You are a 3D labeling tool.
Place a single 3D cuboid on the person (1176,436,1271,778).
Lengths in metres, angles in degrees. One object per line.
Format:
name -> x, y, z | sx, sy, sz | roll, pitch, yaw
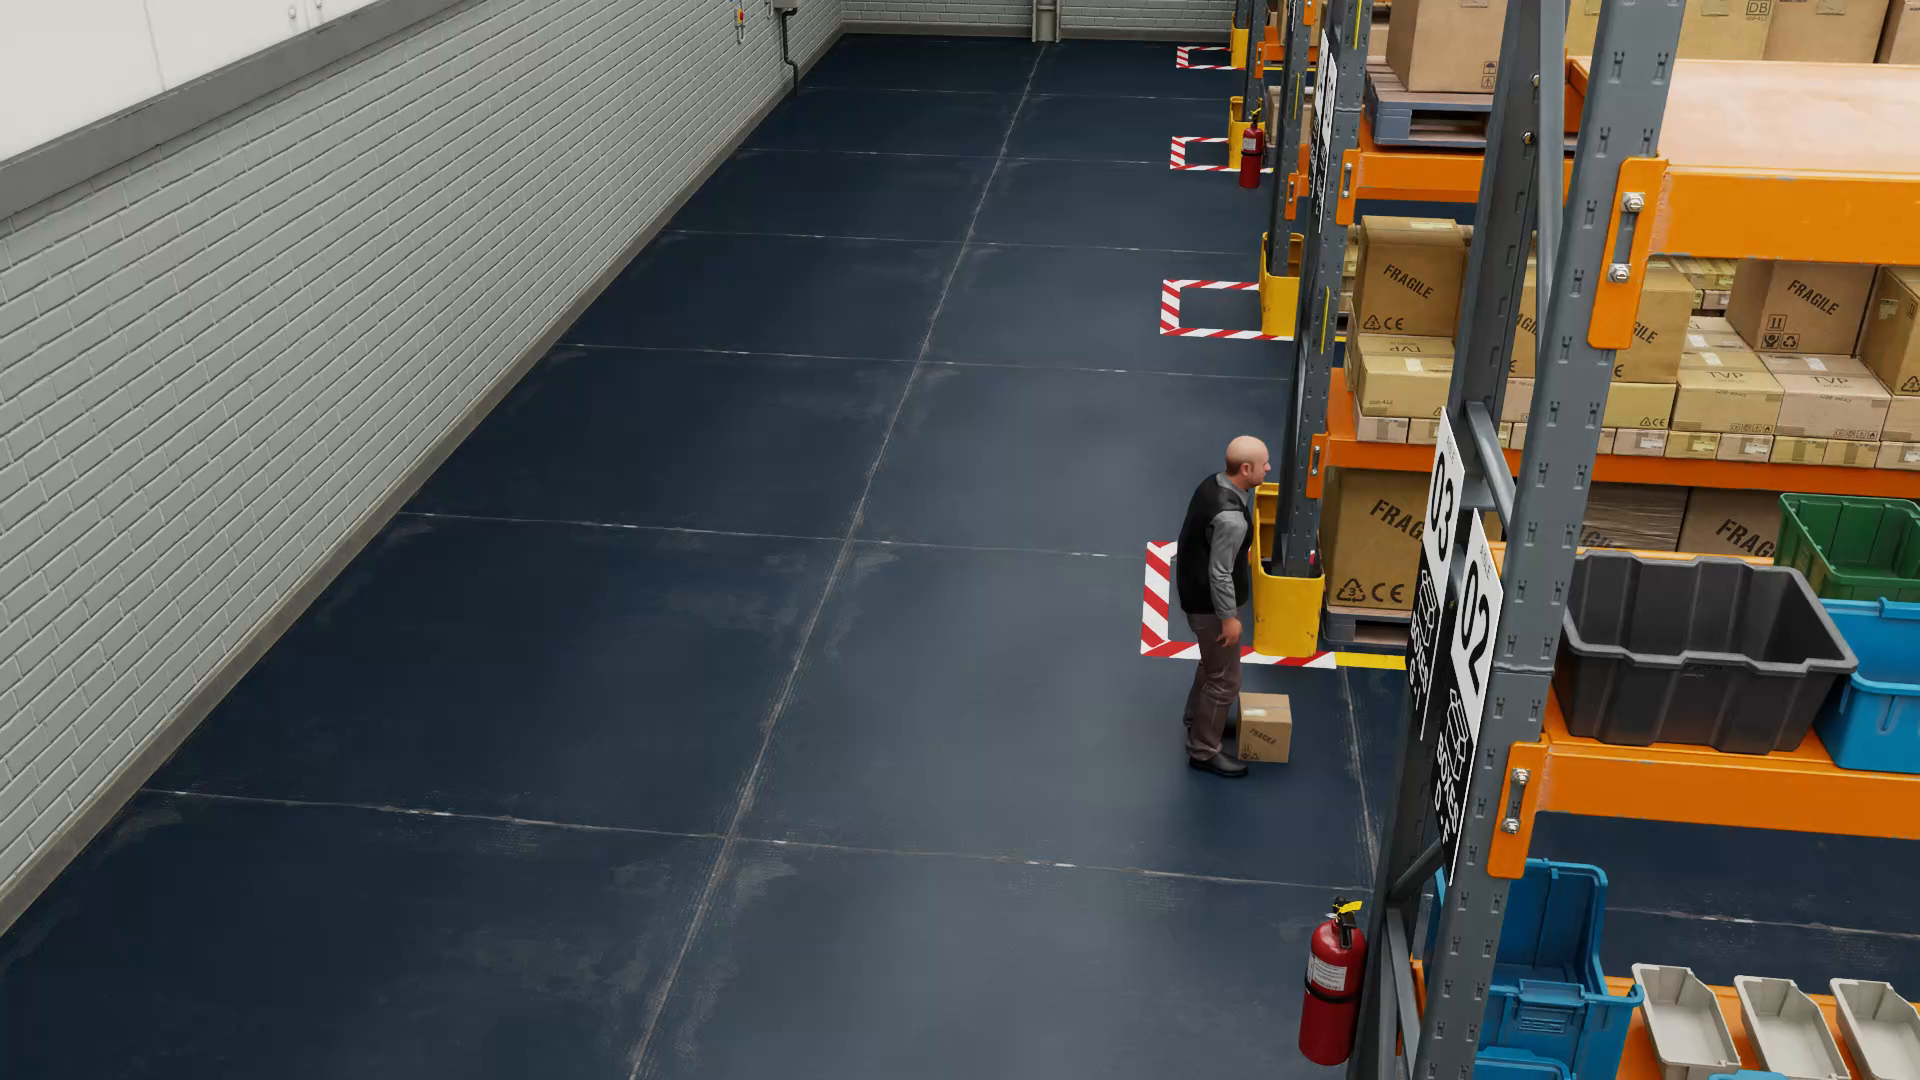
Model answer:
person -> 1.253, 0.289, 8.110 | 0.422, 1.719, 0.580 | 2, 28, 4
